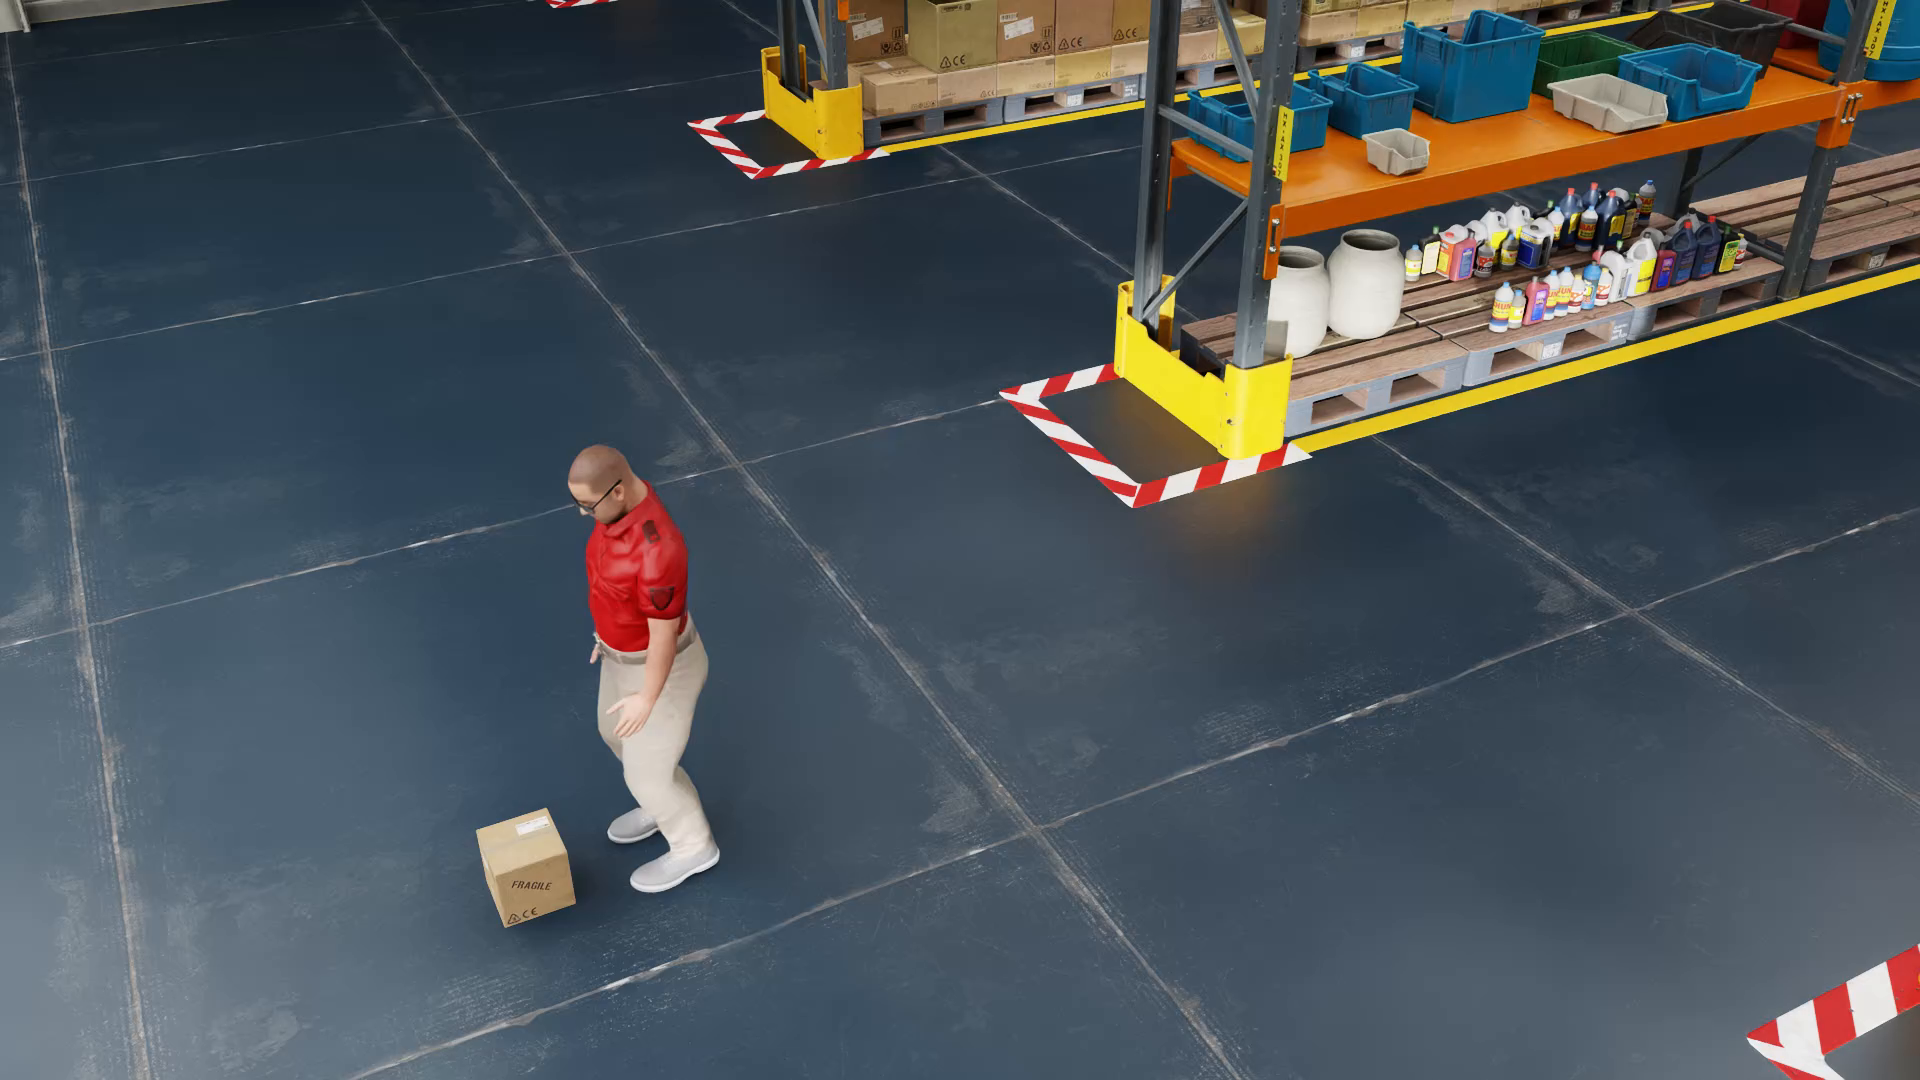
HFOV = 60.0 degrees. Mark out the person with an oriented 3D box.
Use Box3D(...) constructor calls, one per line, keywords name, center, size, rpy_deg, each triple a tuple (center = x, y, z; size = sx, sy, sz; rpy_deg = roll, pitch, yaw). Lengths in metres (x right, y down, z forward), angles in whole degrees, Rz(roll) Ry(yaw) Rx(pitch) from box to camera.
Box3D(name="person", center=(-1.203, 0.775, 5.679), size=(0.805, 0.949, 0.565), rpy_deg=(-16, 36, -23))
